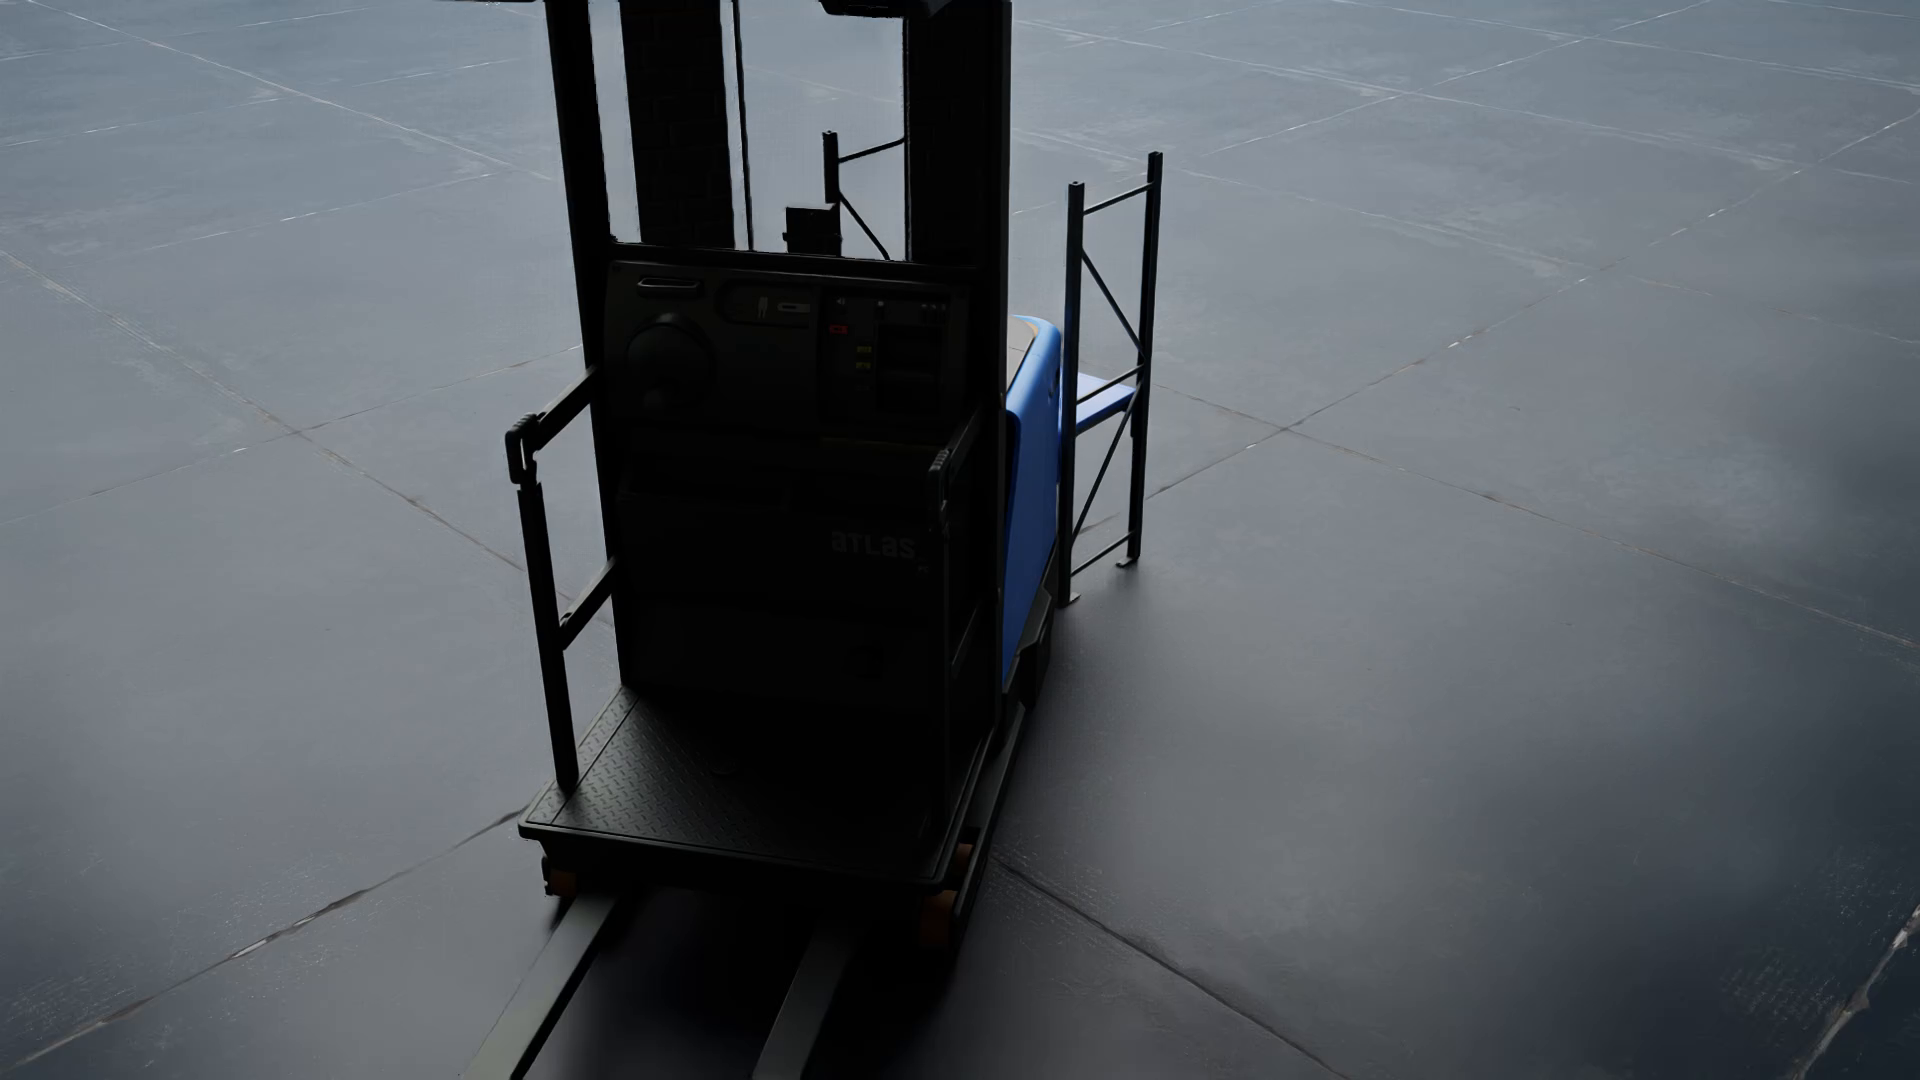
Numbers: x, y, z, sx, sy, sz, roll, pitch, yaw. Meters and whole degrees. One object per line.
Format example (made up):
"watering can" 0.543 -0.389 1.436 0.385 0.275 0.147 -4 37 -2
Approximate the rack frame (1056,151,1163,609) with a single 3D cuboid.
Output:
"rack frame" 0.500 -0.519 5.626 0.032 1.500 0.500 20 34 33

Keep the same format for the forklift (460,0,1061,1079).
"forklift" -0.477 -0.434 3.927 1.130 2.935 3.031 6 28 11

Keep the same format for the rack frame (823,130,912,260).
"rack frame" -0.300 -0.811 6.182 0.032 1.500 0.500 20 34 33

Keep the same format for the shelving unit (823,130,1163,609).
"shelving unit" 0.100 -0.665 5.904 1.048 1.500 0.538 20 34 33

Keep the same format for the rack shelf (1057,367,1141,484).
"rack shelf" 0.100 -0.506 5.988 1.000 0.185 0.538 20 34 33
